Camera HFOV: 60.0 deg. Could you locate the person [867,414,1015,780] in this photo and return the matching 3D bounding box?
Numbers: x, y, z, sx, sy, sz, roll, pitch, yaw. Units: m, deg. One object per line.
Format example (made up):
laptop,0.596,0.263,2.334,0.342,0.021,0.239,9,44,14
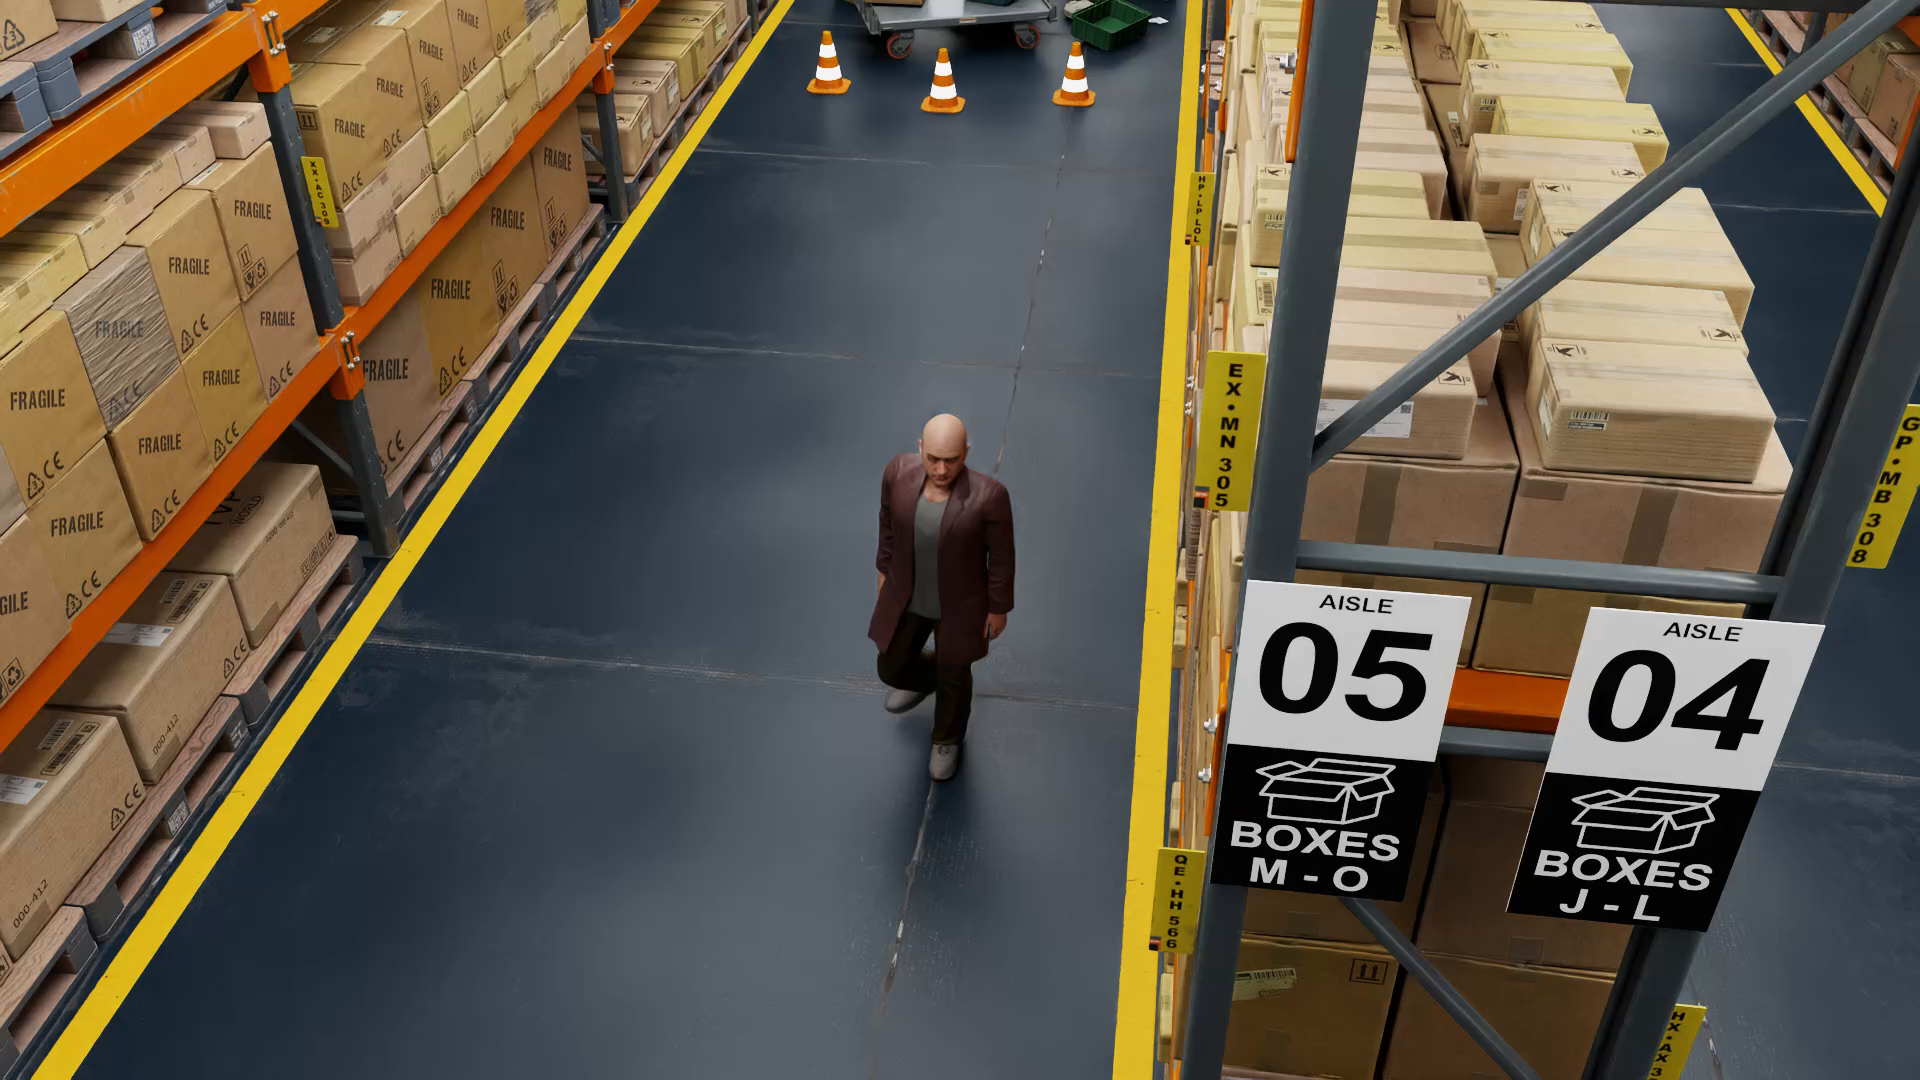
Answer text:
person,-0.063,0.190,6.775,0.625,1.771,0.580,12,37,17
